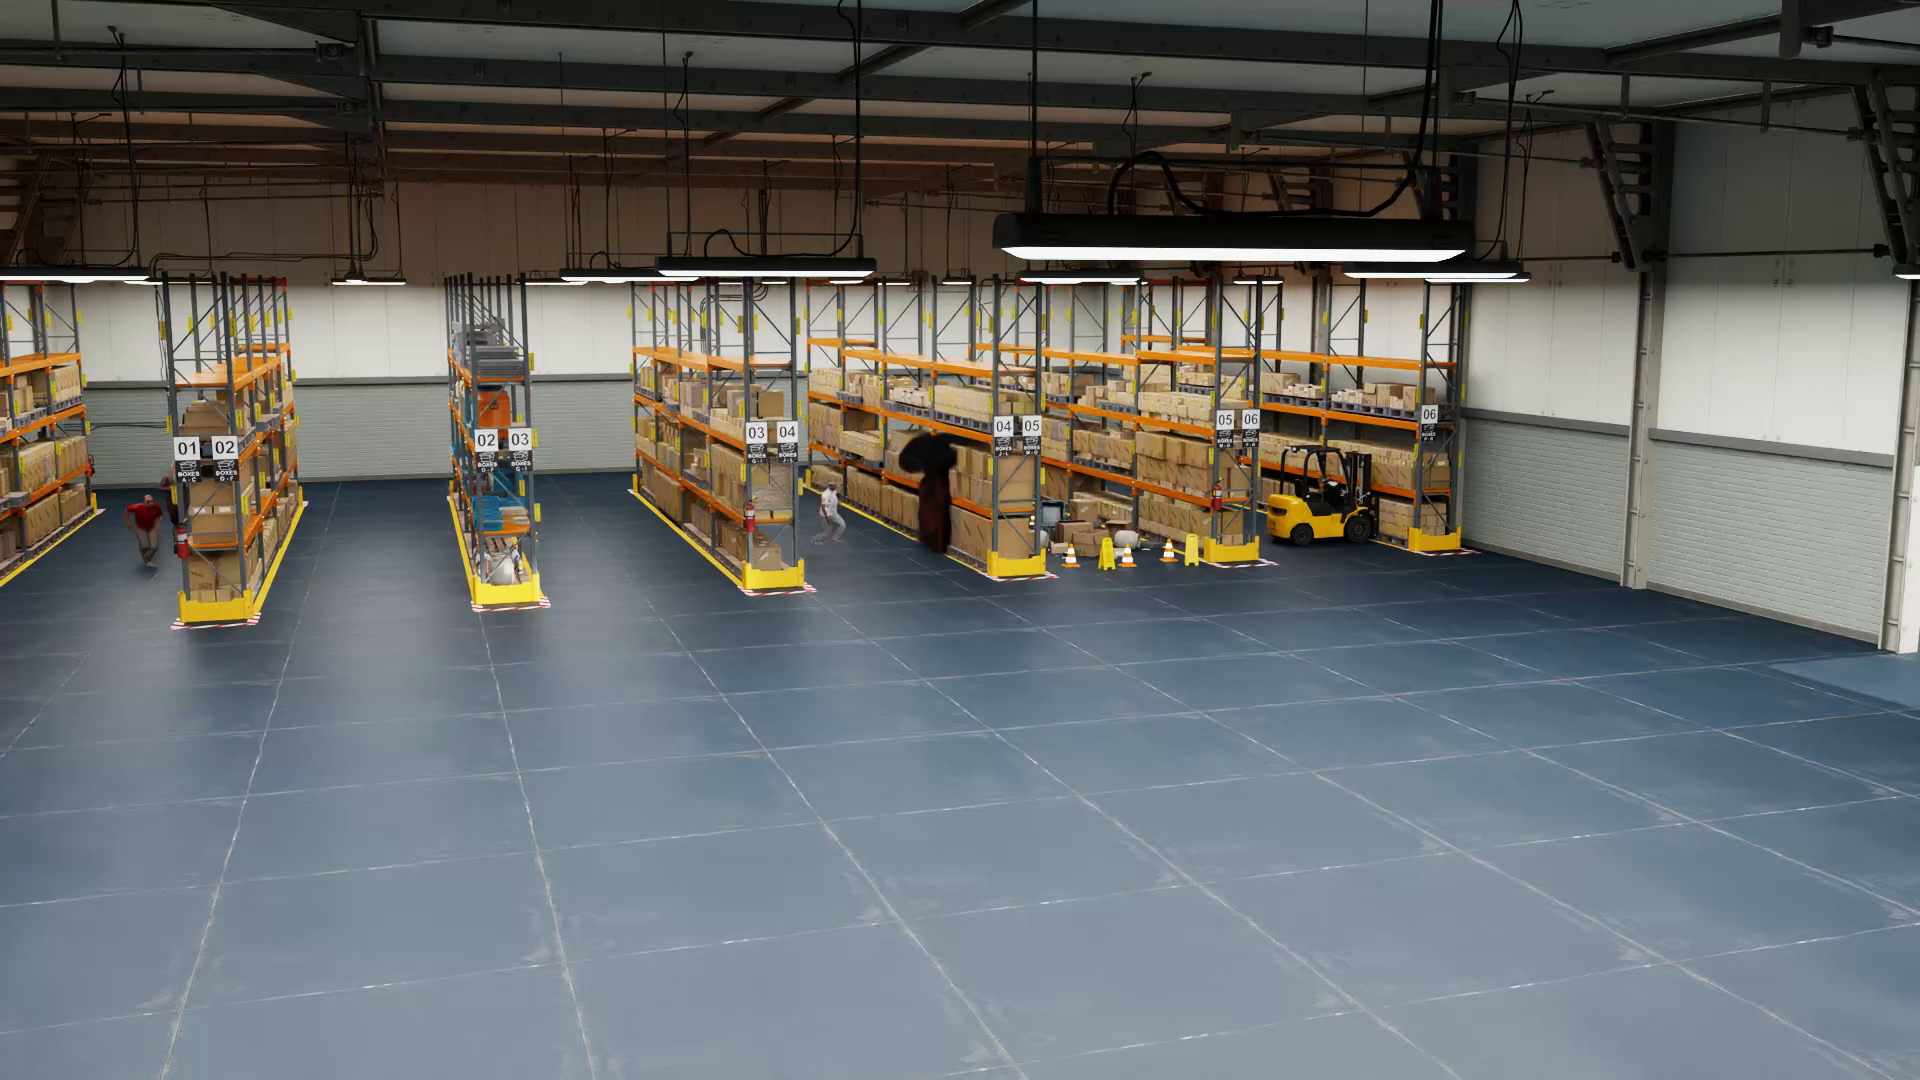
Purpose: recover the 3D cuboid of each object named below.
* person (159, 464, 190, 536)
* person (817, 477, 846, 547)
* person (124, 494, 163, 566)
[{"bbox_3d":[-17.845,-0.858,37.910,0.710,1.753,0.970,-3,9,-19],"label":"person"},{"bbox_3d":[-2.730,-0.608,35.539,0.644,1.532,0.484,6,10,34],"label":"person"},{"bbox_3d":[-16.750,-0.145,34.174,0.704,1.459,0.924,-6,11,-36],"label":"person"}]
